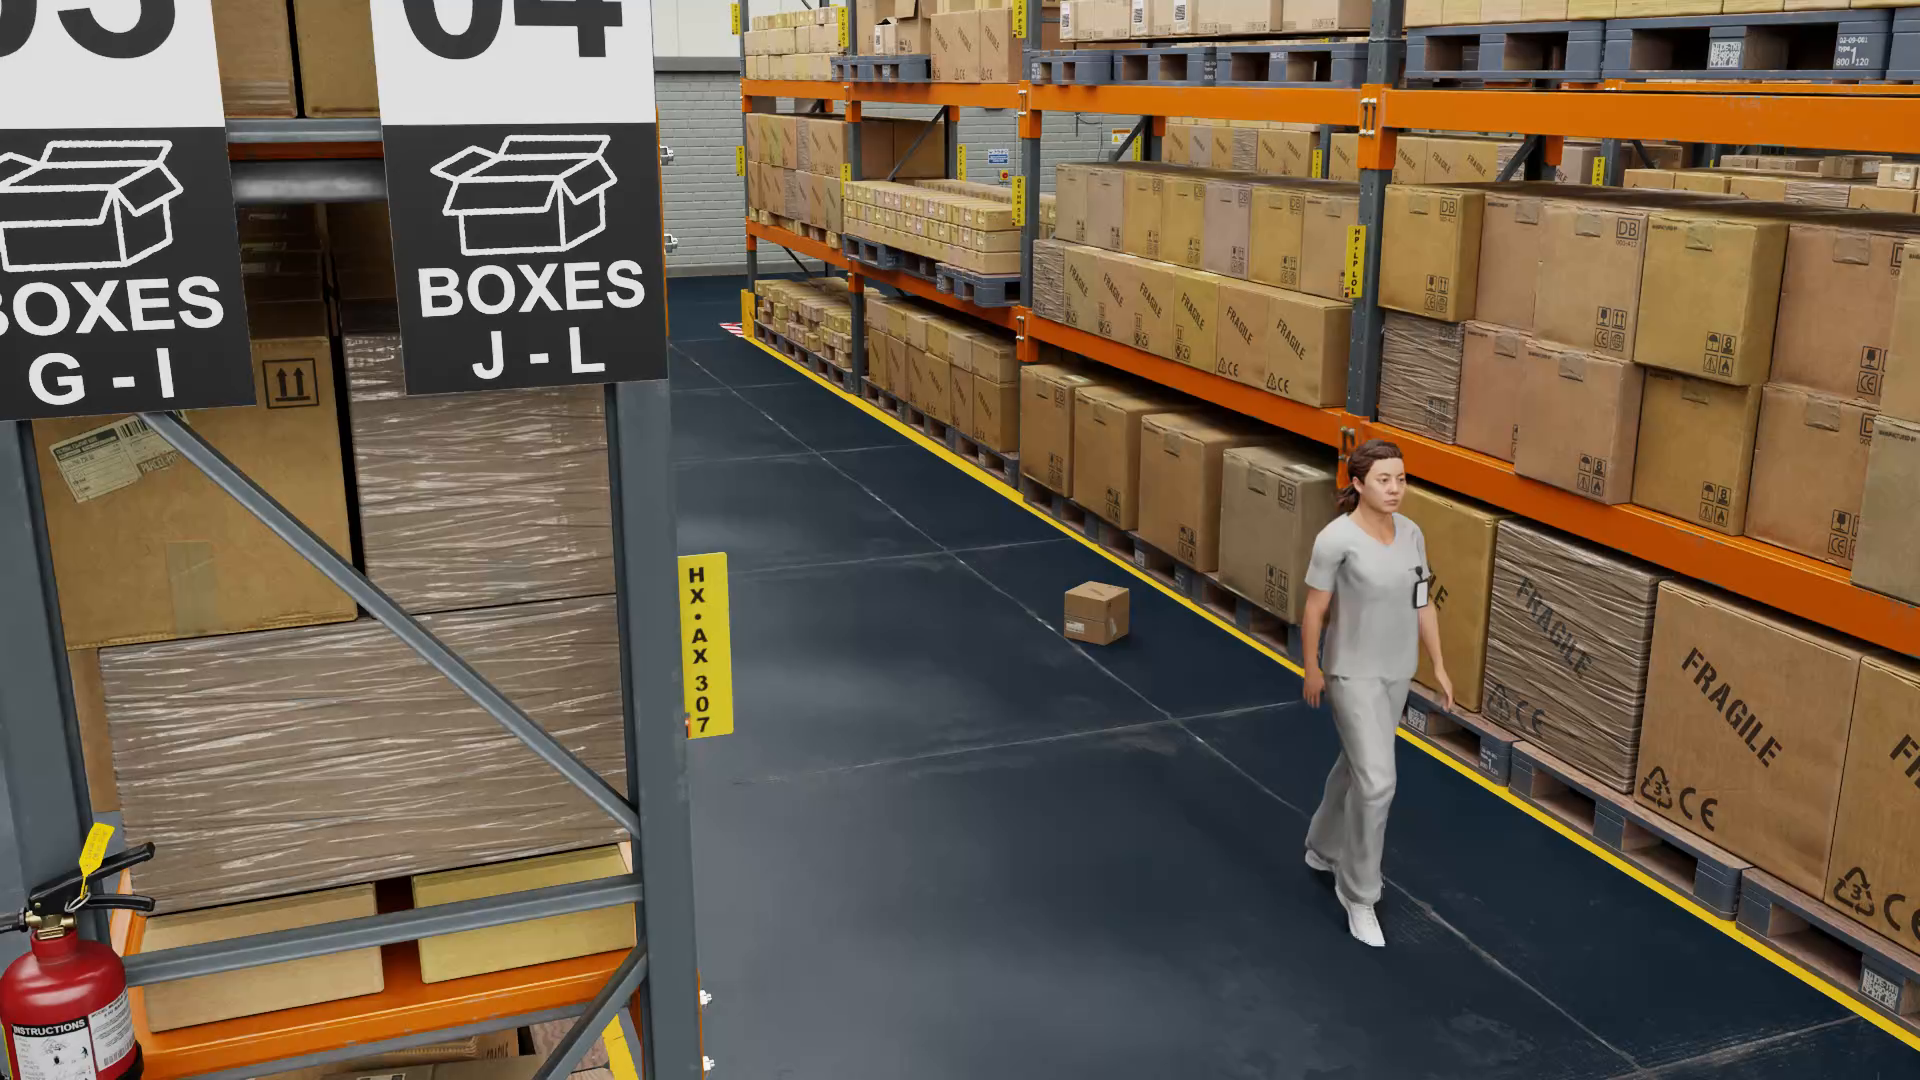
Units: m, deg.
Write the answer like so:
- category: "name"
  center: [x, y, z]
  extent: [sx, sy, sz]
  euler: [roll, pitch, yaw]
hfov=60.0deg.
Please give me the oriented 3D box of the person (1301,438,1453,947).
- category: "person"
  center: [1.435, 0.508, 5.758]
  extent: [0.457, 1.726, 0.578]
  euler: [-8, 18, -26]
